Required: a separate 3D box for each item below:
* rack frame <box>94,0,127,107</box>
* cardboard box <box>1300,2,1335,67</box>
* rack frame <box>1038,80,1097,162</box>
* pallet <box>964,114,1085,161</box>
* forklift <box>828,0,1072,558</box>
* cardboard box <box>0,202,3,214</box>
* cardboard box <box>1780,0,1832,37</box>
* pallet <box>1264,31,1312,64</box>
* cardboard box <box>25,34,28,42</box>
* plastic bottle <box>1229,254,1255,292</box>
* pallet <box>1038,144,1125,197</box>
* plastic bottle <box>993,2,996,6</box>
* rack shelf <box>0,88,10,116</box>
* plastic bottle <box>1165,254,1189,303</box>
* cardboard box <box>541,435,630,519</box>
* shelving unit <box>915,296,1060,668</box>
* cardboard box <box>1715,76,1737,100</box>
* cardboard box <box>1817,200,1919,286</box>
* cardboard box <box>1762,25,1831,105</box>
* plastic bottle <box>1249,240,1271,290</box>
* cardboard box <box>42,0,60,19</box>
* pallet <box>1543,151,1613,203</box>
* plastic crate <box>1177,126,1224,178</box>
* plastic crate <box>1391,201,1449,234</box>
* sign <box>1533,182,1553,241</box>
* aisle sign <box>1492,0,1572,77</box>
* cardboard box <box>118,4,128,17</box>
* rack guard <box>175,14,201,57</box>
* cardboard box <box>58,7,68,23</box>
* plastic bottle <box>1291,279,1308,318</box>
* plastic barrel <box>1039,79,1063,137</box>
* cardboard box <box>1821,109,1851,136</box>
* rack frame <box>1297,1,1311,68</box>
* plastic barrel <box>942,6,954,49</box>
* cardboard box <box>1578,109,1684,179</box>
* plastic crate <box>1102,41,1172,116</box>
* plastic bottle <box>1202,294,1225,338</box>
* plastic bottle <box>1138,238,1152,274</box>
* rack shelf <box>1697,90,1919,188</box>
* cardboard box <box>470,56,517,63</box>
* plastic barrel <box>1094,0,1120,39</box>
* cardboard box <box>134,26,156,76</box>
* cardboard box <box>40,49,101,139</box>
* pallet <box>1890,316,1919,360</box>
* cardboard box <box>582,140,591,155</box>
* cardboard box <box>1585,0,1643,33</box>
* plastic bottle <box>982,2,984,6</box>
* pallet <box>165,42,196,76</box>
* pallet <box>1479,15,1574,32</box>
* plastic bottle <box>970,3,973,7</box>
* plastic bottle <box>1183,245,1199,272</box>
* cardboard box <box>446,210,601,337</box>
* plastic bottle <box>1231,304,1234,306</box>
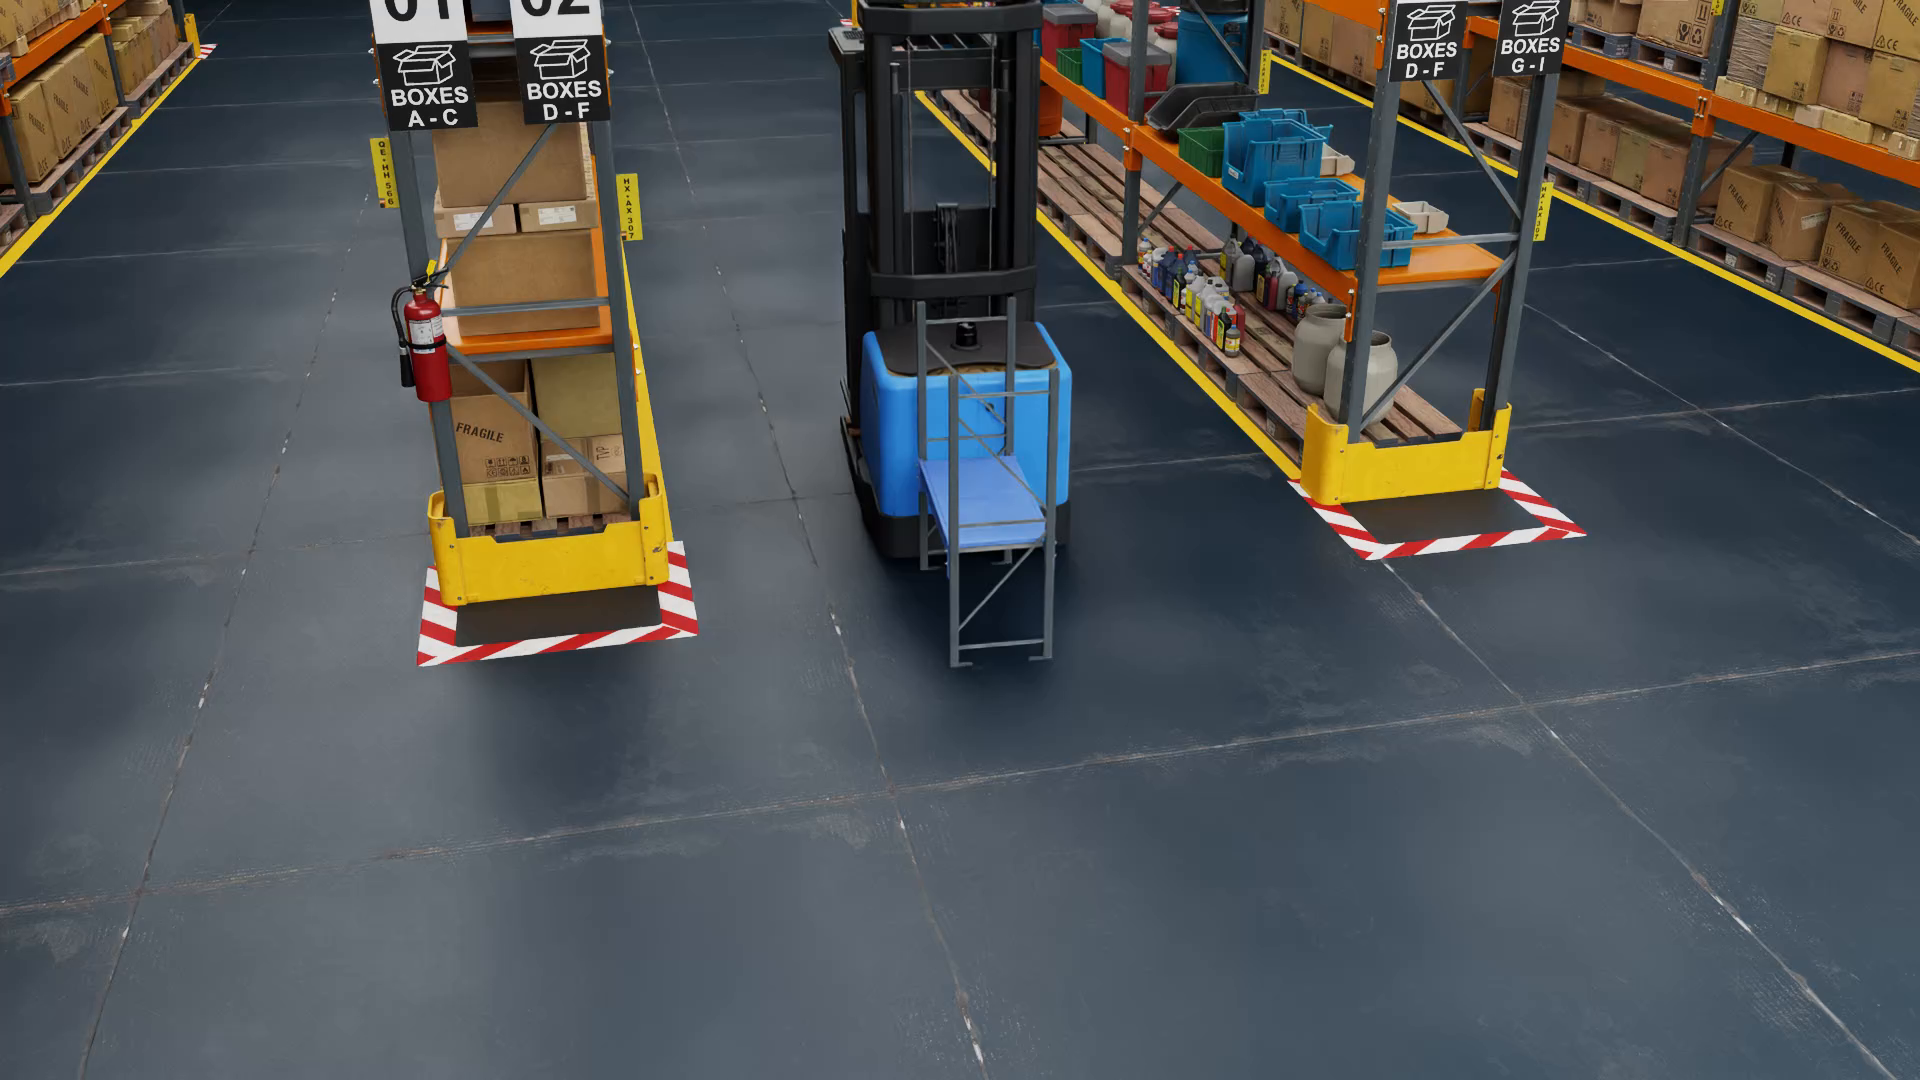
[{"bbox_3d":[-9.676,-5.902,17.614,1.000,3.000,0.127,-6,27,-12],"label":"rack frame"},{"bbox_3d":[4.965,-6.371,20.435,1.225,0.875,0.875,-6,27,-11],"label":"cardboard box"},{"bbox_3d":[0.877,-5.152,16.128,1.000,3.000,0.127,-6,27,-12],"label":"rack frame"},{"bbox_3d":[0.659,-4.249,17.434,1.003,0.211,1.213,-6,27,-12],"label":"pallet"},{"bbox_3d":[-0.148,-1.852,9.667,1.130,2.935,3.031,-4,27,-8],"label":"forklift"},{"bbox_3d":[-8.562,-2.916,13.984,0.700,0.500,0.500,-6,27,-11],"label":"cardboard box"},{"bbox_3d":[6.572,-4.080,12.454,0.500,0.500,0.500,-6,27,-12],"label":"cardboard box"},{"bbox_3d":[4.706,-6.508,21.909,1.003,0.211,1.213,-6,27,-12],"label":"pallet"},{"bbox_3d":[-8.893,-4.659,15.407,0.380,0.149,0.250,-5,27,-10],"label":"cardboard box"},{"bbox_3d":[2.109,-2.013,12.443,0.152,0.276,0.135,-6,27,-12],"label":"plastic bottle"},{"bbox_3d":[1.014,-3.563,16.075,1.003,0.211,1.213,-6,27,-12],"label":"pallet"},{"bbox_3d":[0.370,-5.234,16.421,0.061,0.283,0.133,-6,27,-12],"label":"plastic bottle"},{"bbox_3d":[-8.324,-2.947,12.558,1.077,0.370,4.000,-6,27,-12],"label":"rack shelf"},{"bbox_3d":[1.599,-1.931,12.197,0.144,0.351,0.185,-7,28,-14],"label":"plastic bottle"},{"bbox_3d":[-2.051,-0.357,9.213,0.500,0.250,0.500,-6,27,-12],"label":"cardboard box"},{"bbox_3d":[0.115,-0.301,8.182,0.538,1.500,1.048,-4,27,-8],"label":"shelving unit"},{"bbox_3d":[6.360,-3.662,13.455,0.380,0.149,0.250,-6,27,-12],"label":"cardboard box"},{"bbox_3d":[7.008,-2.276,12.738,0.500,0.500,0.500,-8,28,-16],"label":"cardboard box"},{"bbox_3d":[6.724,-3.650,12.710,0.875,0.500,0.500,-6,27,-12],"label":"cardboard box"},{"bbox_3d":[2.248,-2.072,12.478,0.144,0.351,0.185,-7,28,-14],"label":"plastic bottle"},{"bbox_3d":[-8.980,-5.248,15.856,0.500,0.500,0.500,-5,27,-10],"label":"cardboard box"},{"bbox_3d":[6.149,-3.532,16.014,1.003,0.211,1.213,-6,27,-12],"label":"pallet"},{"bbox_3d":[1.810,-2.677,11.460,0.450,0.188,0.662,-6,27,-12],"label":"plastic crate"},{"bbox_3d":[2.792,-1.948,10.073,0.298,0.136,0.250,-6,27,-12],"label":"plastic crate"},{"bbox_3d":[3.217,-1.818,9.215,0.100,0.325,0.005,-6,27,-12],"label":"sign"},{"bbox_3d":[2.982,-2.799,8.581,0.394,0.787,0.004,-6,27,-12],"label":"aisle sign"},{"bbox_3d":[-10.375,-6.424,20.237,0.380,0.149,0.250,-6,27,-11],"label":"cardboard box"},{"bbox_3d":[-10.583,-6.553,21.678,1.175,0.500,0.348,-6,27,-12],"label":"rack guard"},{"bbox_3d":[-9.123,-5.228,16.536,0.380,0.149,0.250,-6,27,-12],"label":"cardboard box"},{"bbox_3d":[2.430,-1.729,11.887,0.097,0.271,0.097,0,27,0],"label":"plastic bottle"},{"bbox_3d":[0.750,-4.584,16.945,0.600,0.830,0.708,-6,27,-12],"label":"plastic barrel"},{"bbox_3d":[6.665,-3.116,12.373,0.380,0.149,0.250,-6,27,-12],"label":"cardboard box"},{"bbox_3d":[4.801,-7.411,20.604,1.000,3.000,0.127,-6,27,-12],"label":"rack frame"},{"bbox_3d":[0.082,-5.918,19.509,0.600,0.901,0.708,-6,27,-12],"label":"plastic barrel"},{"bbox_3d":[6.271,-3.708,15.553,0.700,0.500,0.500,-8,28,-16],"label":"cardboard box"},{"bbox_3d":[1.371,-3.606,12.995,0.402,0.464,0.583,-6,27,-12],"label":"plastic crate"},{"bbox_3d":[1.778,-1.557,11.540,0.152,0.276,0.135,-7,28,-13],"label":"plastic bottle"},{"bbox_3d":[1.423,-2.190,12.800,0.097,0.271,0.097,0,27,0],"label":"plastic bottle"},{"bbox_3d":[7.055,-2.700,12.068,1.077,0.370,4.000,-6,27,-12],"label":"rack shelf"},{"bbox_3d":[-2.490,-2.443,9.211,0.700,0.500,0.500,-6,27,-11],"label":"cardboard box"},{"bbox_3d":[1.412,-4.587,14.885,0.421,0.512,0.421,0,27,0],"label":"plastic barrel"},{"bbox_3d":[-9.969,-5.759,19.639,0.700,0.500,0.500,-5,27,-10],"label":"cardboard box"},{"bbox_3d":[-9.200,-4.468,16.692,0.750,0.750,0.750,-5,27,-10],"label":"cardboard box"},{"bbox_3d":[7.340,-1.292,11.575,1.003,0.211,1.213,-6,27,-12],"label":"pallet"},{"bbox_3d":[-2.259,-2.120,9.291,0.380,0.149,0.250,-7,28,-13],"label":"cardboard box"},{"bbox_3d":[6.124,-4.884,15.017,0.797,0.503,0.637,-3,27,-6],"label":"cardboard box"},{"bbox_3d":[0.266,-5.468,16.898,0.097,0.271,0.097,0,27,0],"label":"plastic bottle"},{"bbox_3d":[-10.321,-6.070,21.042,1.003,0.211,1.213,-6,27,-12],"label":"pallet"},{"bbox_3d":[5.967,-5.267,16.570,1.213,0.211,1.003,-6,27,-12],"label":"pallet"},{"bbox_3d":[0.157,-5.651,17.337,0.097,0.201,0.097,0,27,0],"label":"plastic bottle"},{"bbox_3d":[1.697,-2.028,12.391,0.144,0.351,0.185,-6,27,-12],"label":"plastic bottle"},{"bbox_3d":[-2.239,-1.390,8.563,0.700,0.500,0.500,-6,27,-12],"label":"cardboard box"},{"bbox_3d":[1.895,-1.544,11.598,0.097,0.201,0.097,0,27,0],"label":"plastic bottle"}]
